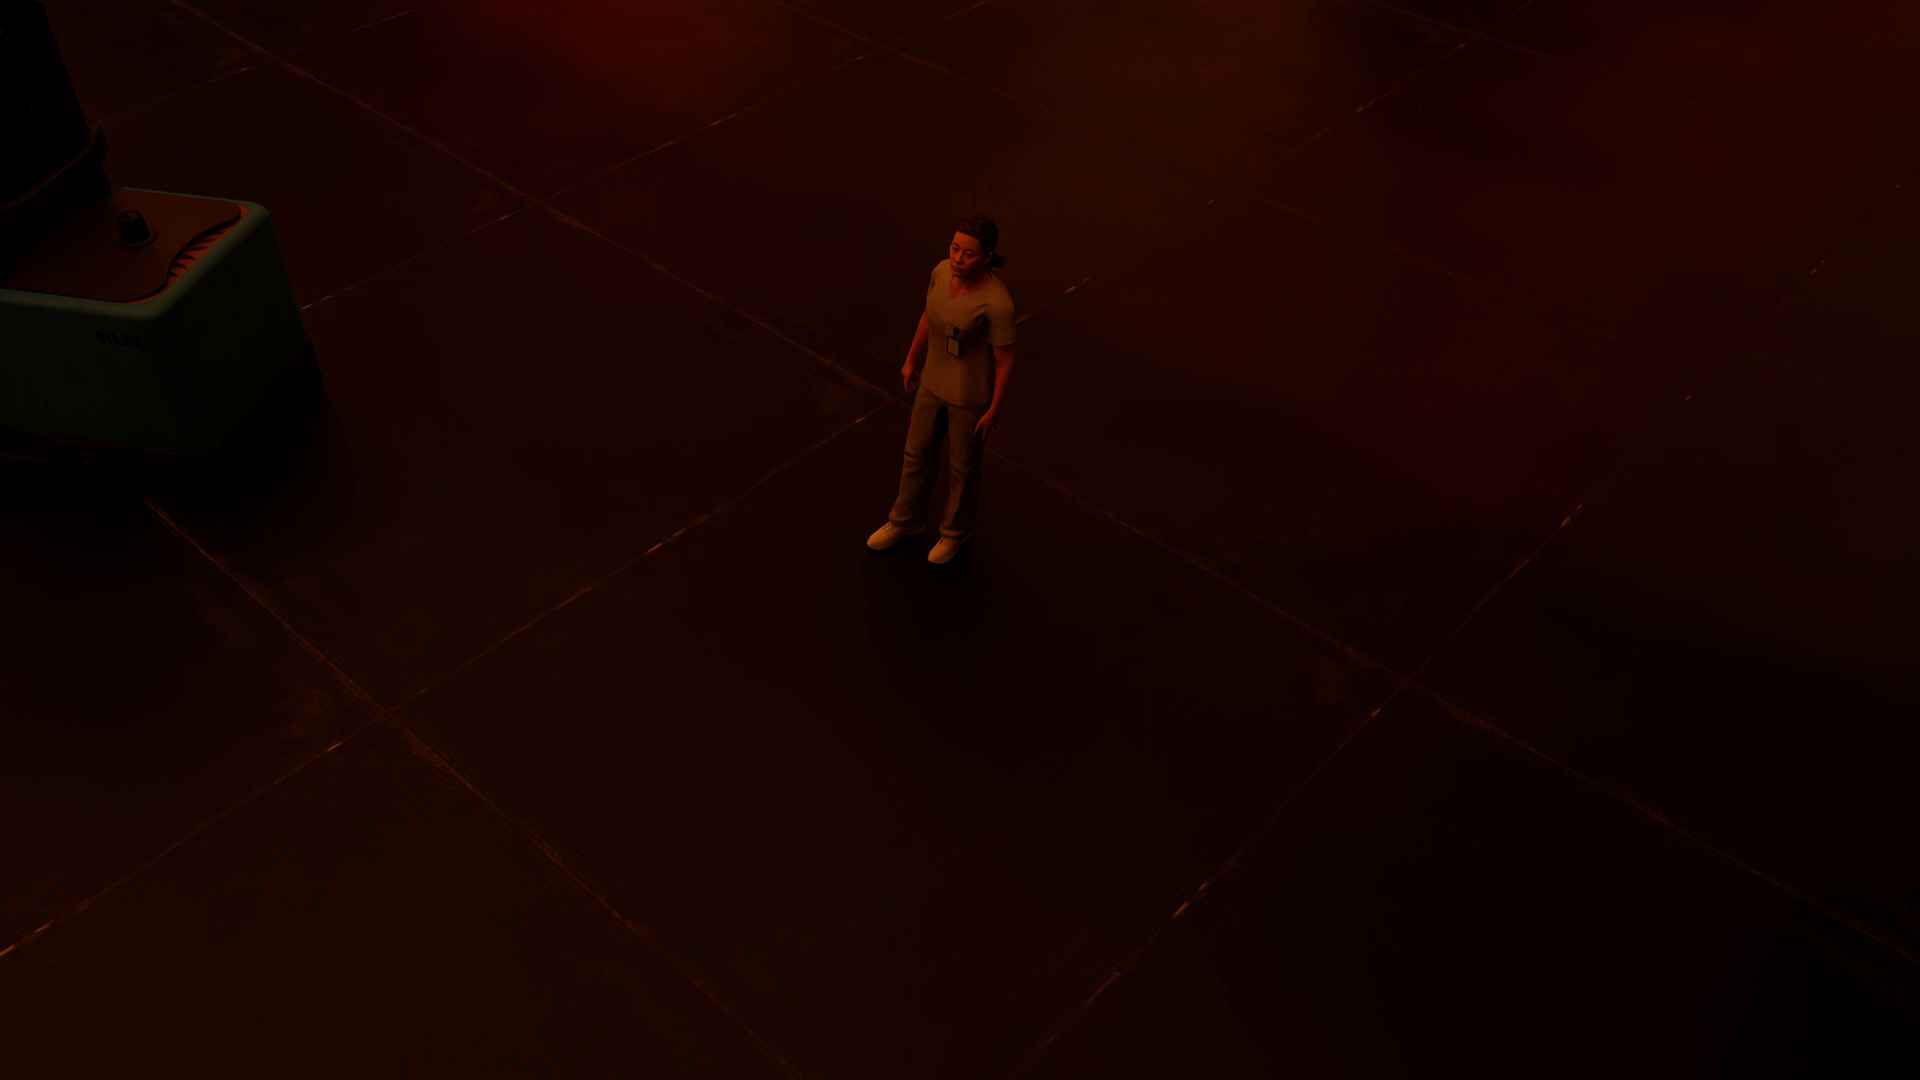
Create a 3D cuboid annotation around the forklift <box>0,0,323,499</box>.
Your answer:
[{"bbox_3d":[-4.838,-1.799,7.525,3.031,2.935,1.130,8,41,9],"label":"forklift"}]

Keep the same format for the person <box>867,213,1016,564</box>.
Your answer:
[{"bbox_3d":[-0.060,-0.612,7.094,0.549,1.673,0.548,31,49,31],"label":"person"}]
